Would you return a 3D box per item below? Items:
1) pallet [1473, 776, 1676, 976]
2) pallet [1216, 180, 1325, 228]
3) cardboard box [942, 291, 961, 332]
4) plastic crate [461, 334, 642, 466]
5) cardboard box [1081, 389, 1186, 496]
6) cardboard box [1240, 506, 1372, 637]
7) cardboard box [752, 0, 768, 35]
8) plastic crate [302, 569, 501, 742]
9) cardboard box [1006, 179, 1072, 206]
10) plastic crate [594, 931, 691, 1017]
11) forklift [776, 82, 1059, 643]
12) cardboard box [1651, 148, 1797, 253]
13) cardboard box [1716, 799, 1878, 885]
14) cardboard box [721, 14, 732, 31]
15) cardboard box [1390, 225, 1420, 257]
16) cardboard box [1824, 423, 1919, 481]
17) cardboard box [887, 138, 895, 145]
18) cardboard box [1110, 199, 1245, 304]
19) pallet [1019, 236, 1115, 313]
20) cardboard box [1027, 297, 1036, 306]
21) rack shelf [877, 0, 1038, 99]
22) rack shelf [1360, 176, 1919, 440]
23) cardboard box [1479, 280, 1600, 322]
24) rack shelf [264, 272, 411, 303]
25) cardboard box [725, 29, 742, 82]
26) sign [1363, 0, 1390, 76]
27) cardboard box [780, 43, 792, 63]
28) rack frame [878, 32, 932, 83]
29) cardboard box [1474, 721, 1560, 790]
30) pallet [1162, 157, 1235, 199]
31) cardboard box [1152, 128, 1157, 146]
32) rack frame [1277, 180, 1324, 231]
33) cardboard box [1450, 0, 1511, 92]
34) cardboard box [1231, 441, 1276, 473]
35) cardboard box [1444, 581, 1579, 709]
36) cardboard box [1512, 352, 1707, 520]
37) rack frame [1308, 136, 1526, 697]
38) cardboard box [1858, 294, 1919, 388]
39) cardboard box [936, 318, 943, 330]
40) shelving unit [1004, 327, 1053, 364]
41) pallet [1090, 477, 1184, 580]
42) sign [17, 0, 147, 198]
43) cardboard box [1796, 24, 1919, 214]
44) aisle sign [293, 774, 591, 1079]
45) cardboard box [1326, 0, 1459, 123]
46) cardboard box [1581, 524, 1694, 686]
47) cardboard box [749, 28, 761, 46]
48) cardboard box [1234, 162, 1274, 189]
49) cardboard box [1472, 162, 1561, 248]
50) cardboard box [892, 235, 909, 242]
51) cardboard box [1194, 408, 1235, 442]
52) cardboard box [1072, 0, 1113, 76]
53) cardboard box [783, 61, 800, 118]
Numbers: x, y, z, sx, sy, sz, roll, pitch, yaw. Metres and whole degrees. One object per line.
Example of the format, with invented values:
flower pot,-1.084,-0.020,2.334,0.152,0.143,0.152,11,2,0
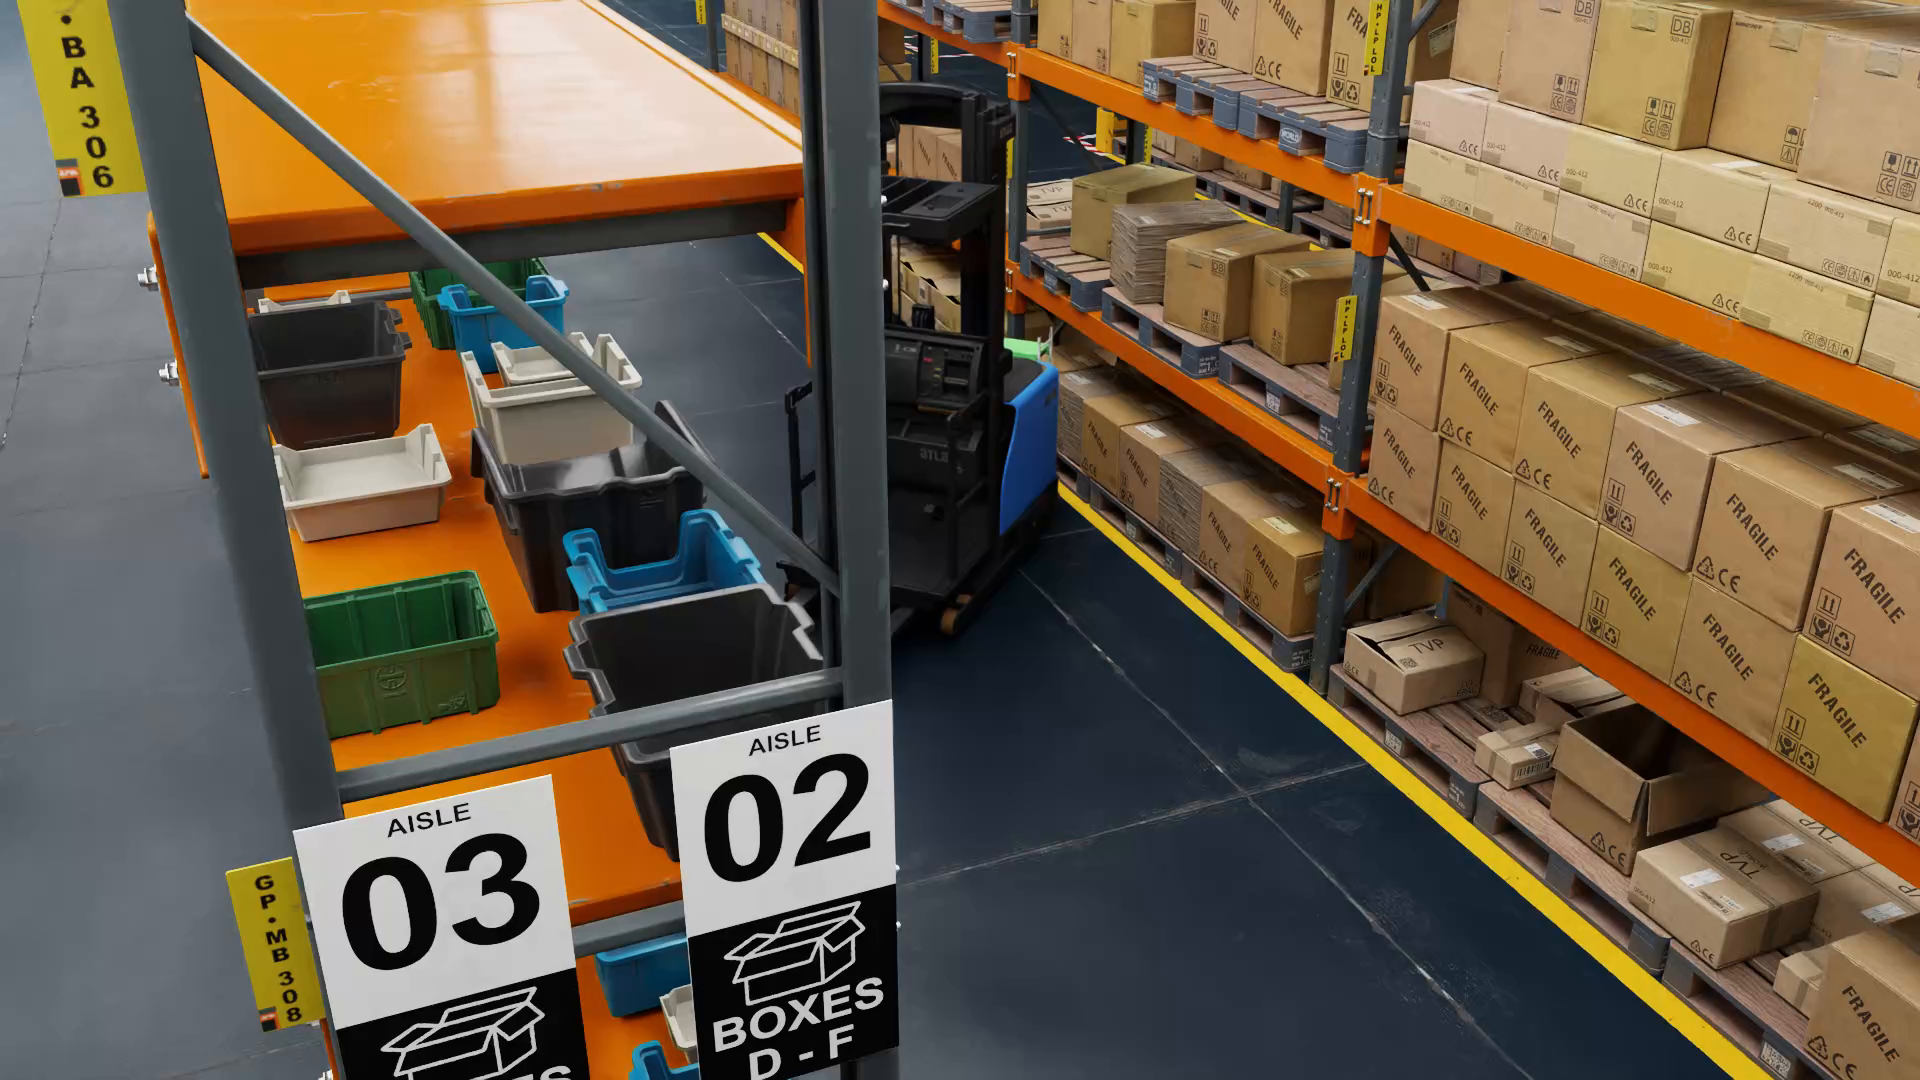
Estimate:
pallet,3.141,1.416,7.609,1.003,0.211,1.213,-11,28,-21
pallet,3.519,-3.702,18.091,1.003,0.211,1.213,-11,28,-21
cardboard box,0.183,-1.805,13.045,0.500,0.311,0.500,-11,28,-21
plastic crate,-1.186,-0.386,4.837,0.437,0.282,0.530,-11,28,-21
cardboard box,1.142,-0.650,11.011,0.500,0.500,0.500,-11,28,-21
cardboard box,1.934,0.168,9.335,0.500,0.500,0.500,-11,28,-21
cardboard box,-1.708,-5.453,16.907,0.700,0.500,0.500,-10,28,-20
plastic crate,-1.251,0.255,3.632,0.450,0.188,0.336,-11,28,-21
cardboard box,0.653,-2.577,12.710,0.500,0.311,0.500,-11,28,-21
plastic crate,-0.911,1.217,4.960,0.416,0.233,0.300,-11,28,-21
forklift,-0.395,-0.968,9.392,1.130,2.935,3.031,11,28,20
cardboard box,2.931,-1.267,6.108,0.500,0.250,0.500,-11,28,-21
cardboard box,3.614,1.373,7.151,0.500,0.250,0.500,-11,28,-21
cardboard box,-2.353,-5.593,17.933,0.380,0.149,0.250,-11,28,-21
cardboard box,4.529,-3.057,15.940,0.700,0.500,0.500,-10,28,-20
cardboard box,3.623,-0.124,6.332,0.500,0.500,0.500,-10,28,-20
cardboard box,-0.509,-3.579,14.832,0.500,0.250,0.500,-9,27,-17
cardboard box,1.357,-1.819,10.464,0.700,0.500,0.500,-5,27,-11
pallet,1.155,-1.875,11.389,1.213,0.211,1.003,-11,28,-21
cardboard box,0.676,-1.900,13.239,0.500,0.311,0.500,-11,28,-22
rack shelf,0.041,-4.054,13.036,1.077,0.370,4.000,-11,28,-21
rack shelf,3.174,-0.825,6.422,1.077,0.370,4.000,-11,28,-21
cardboard box,2.827,-0.942,8.007,0.500,0.500,0.500,-10,28,-20
rack shelf,-2.951,-1.590,7.989,1.077,0.370,4.000,-11,28,-21
cardboard box,-2.137,-5.306,18.085,0.700,0.500,0.500,-11,28,-21
sign,1.882,-2.268,7.519,0.100,0.325,0.005,-11,28,-21
cardboard box,-1.541,-4.759,16.226,0.380,0.149,0.250,-10,28,-19
rack frame,-0.742,-3.837,15.190,1.000,3.000,0.127,-11,28,-21
cardboard box,2.704,1.022,7.966,0.380,0.166,0.250,-11,28,-21
pallet,3.037,-4.195,19.102,1.003,0.211,1.213,-11,28,-21
cardboard box,2.436,-4.999,20.134,0.500,0.311,0.500,-14,29,-26
rack frame,3.815,-4.690,16.937,1.000,3.000,0.127,-11,28,-21
cardboard box,2.617,-2.260,7.288,0.700,0.500,0.500,-11,28,-21
cardboard box,2.018,-0.336,10.366,0.500,0.500,0.500,-10,28,-20
cardboard box,2.875,0.499,8.656,0.500,0.500,0.500,-11,28,-21
cardboard box,2.720,-0.447,6.994,0.500,0.500,0.500,-11,28,-22
rack frame,2.391,-0.608,8.576,1.000,3.000,0.127,-11,28,-21
cardboard box,3.328,-0.639,5.392,0.500,0.250,0.500,-11,28,-21
cardboard box,-0.005,-1.757,13.585,0.500,0.250,0.500,-10,28,-19
shelving unit,0.328,-0.848,11.120,0.503,1.200,0.258,11,28,20
pallet,1.556,-0.170,10.857,1.003,0.211,1.213,-11,28,-21
sign,-1.102,-0.593,2.076,0.100,0.325,0.005,-11,28,-21
cardboard box,3.329,-1.439,5.607,0.700,0.500,0.500,-11,28,-21
aisle sign,-0.843,0.768,2.795,0.394,0.787,0.004,-11,28,-21
cardboard box,2.262,-2.450,8.224,0.600,0.600,0.600,-13,29,-25
cardboard box,2.938,0.214,6.780,0.500,0.500,0.500,-11,28,-21
cardboard box,-1.947,-5.177,17.080,0.380,0.149,0.250,-12,28,-22
cardboard box,3.371,-4.176,18.233,0.500,0.500,0.500,-13,29,-24
cardboard box,2.546,-1.447,7.046,0.500,0.250,0.500,-11,28,-21
cardboard box,-0.618,-2.630,14.733,0.500,0.311,0.500,-11,28,-21
cardboard box,1.837,-0.862,10.590,0.500,0.250,0.500,-11,28,-22
cardboard box,1.226,-3.239,10.432,0.910,0.500,0.500,-11,28,-21
cardboard box,-1.327,-4.475,16.383,0.700,0.500,0.500,-10,28,-20
